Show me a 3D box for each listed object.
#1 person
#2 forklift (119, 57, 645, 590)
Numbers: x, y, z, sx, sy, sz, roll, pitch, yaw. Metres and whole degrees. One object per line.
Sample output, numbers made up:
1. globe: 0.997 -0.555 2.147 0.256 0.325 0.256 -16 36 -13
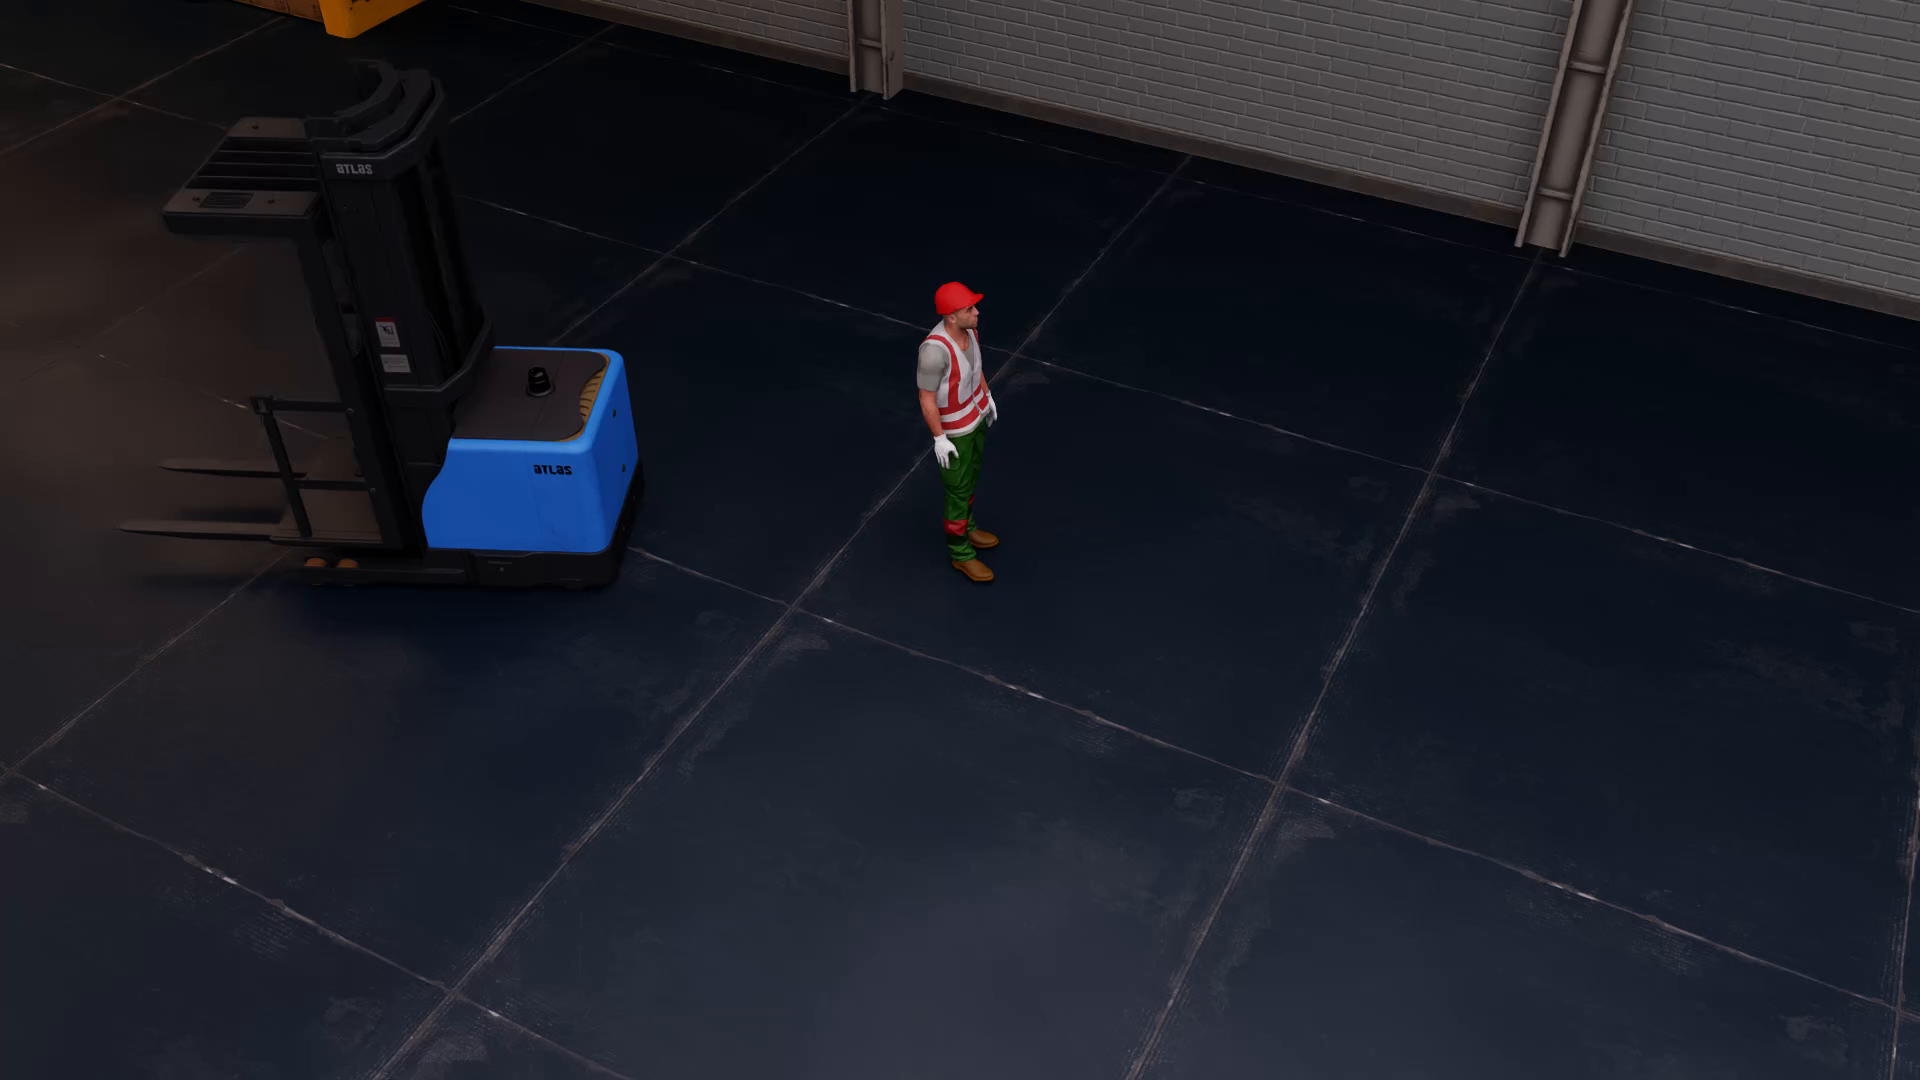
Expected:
1. person: 0.065 -0.659 9.644 0.564 1.787 0.637 18 43 21
2. forklift: -3.532 -1.182 9.390 3.031 2.935 1.130 2 40 2
